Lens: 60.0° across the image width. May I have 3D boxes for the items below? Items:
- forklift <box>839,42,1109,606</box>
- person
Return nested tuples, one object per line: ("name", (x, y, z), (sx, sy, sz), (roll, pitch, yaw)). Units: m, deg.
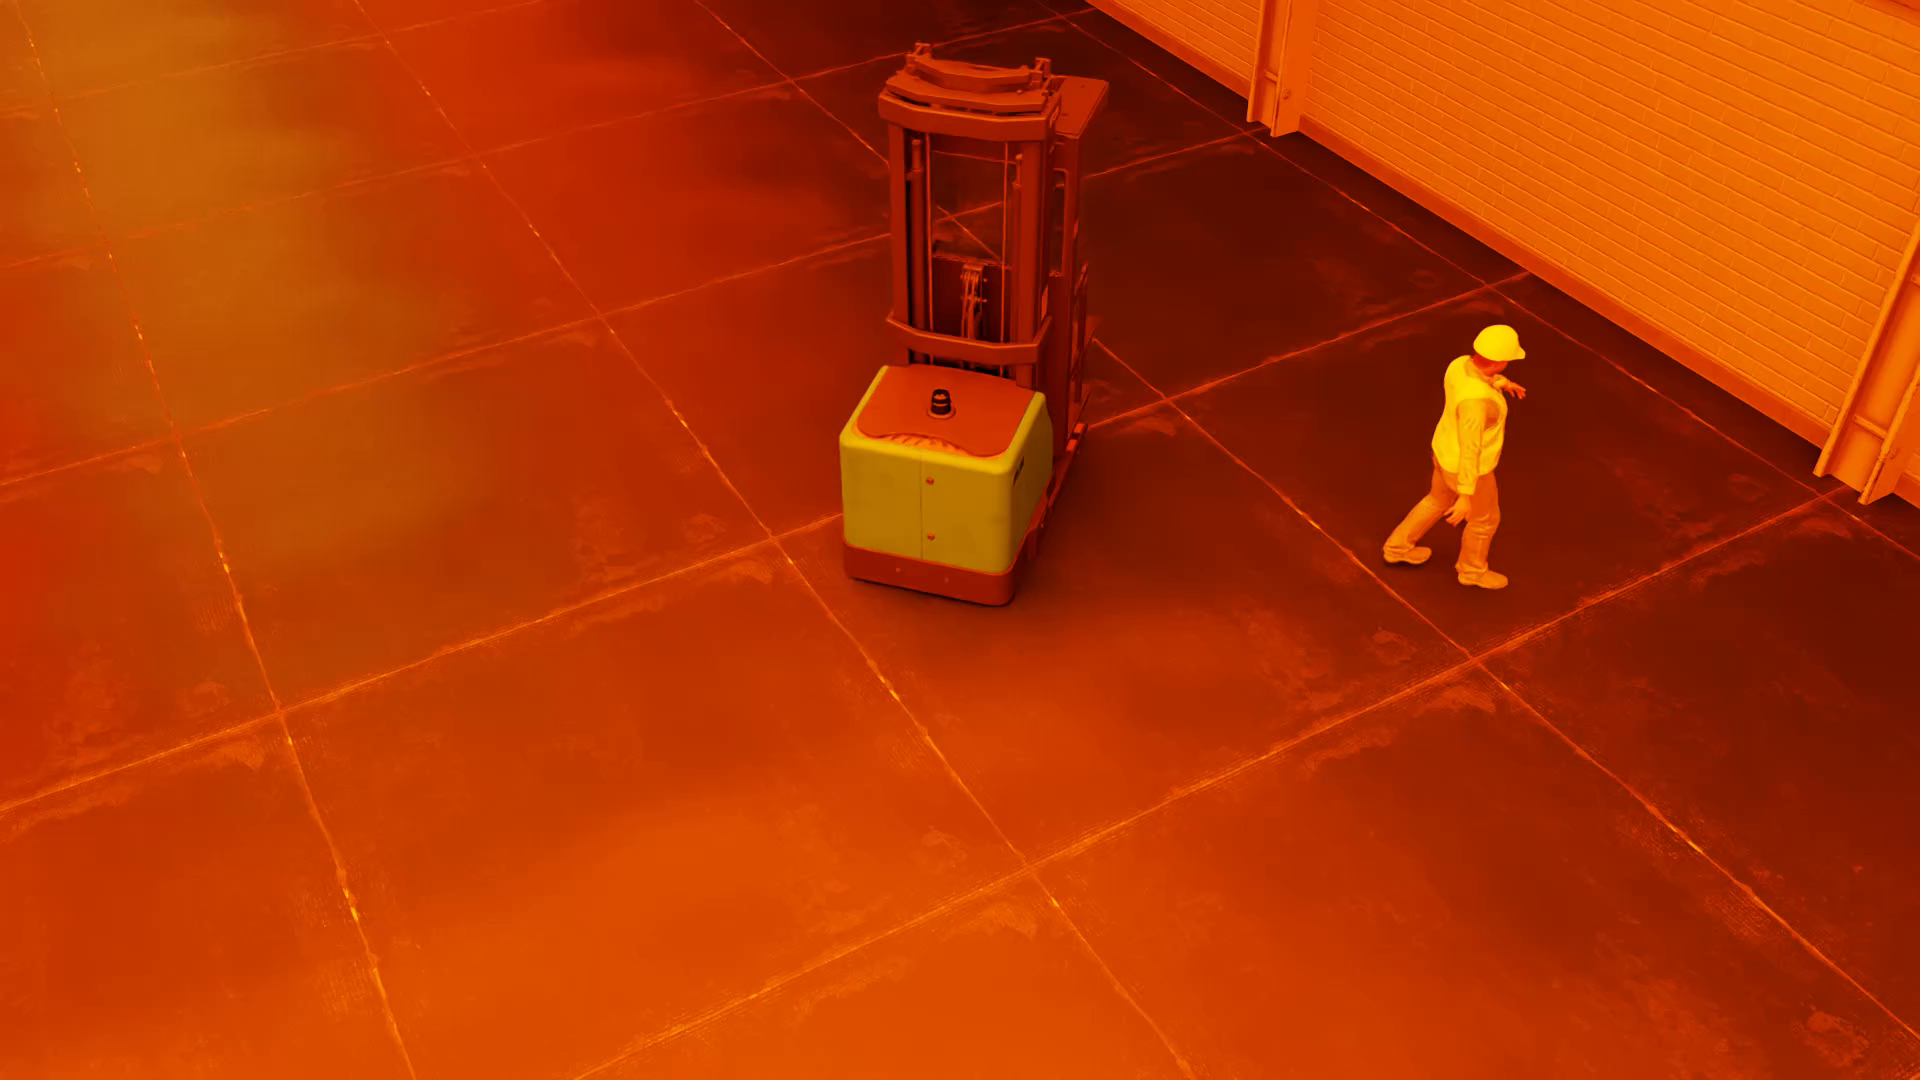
("forklift", (0.220, -1.692, 10.076), (1.130, 2.935, 3.031), (11, 41, 13))
("person", (2.948, -0.459, 9.531), (0.756, 1.753, 0.943), (-1, 40, -1))
